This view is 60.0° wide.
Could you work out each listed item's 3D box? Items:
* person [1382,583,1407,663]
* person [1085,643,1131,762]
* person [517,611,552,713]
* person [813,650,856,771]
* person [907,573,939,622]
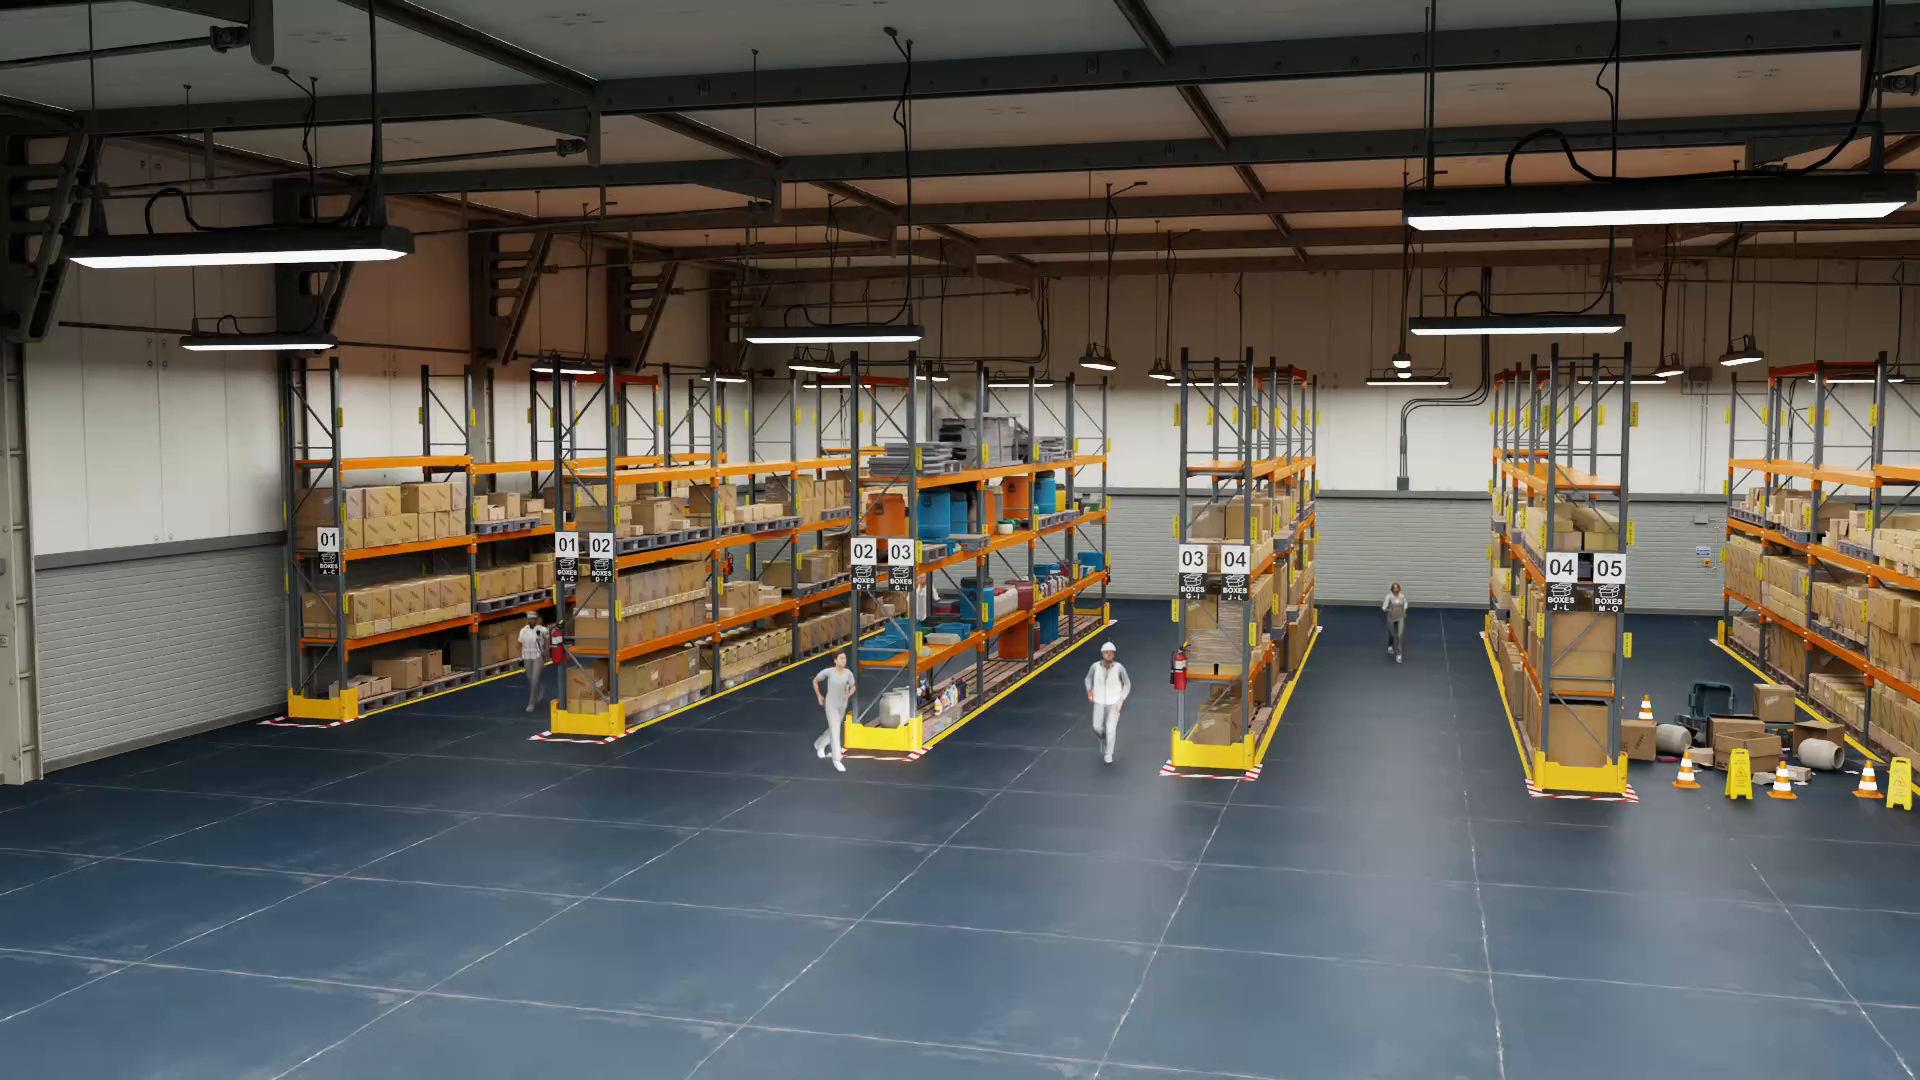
[{"bbox_3d":[8.987,1.683,34.346,0.538,1.591,0.877,0,4,5],"label":"person"},{"bbox_3d":[2.132,2.366,24.243,0.687,1.740,0.515,1,4,16],"label":"person"},{"bbox_3d":[-7.332,2.053,28.610,0.587,1.697,0.930,1,4,7],"label":"person"},{"bbox_3d":[-1.793,2.425,24.006,0.594,1.686,0.933,-3,5,-34],"label":"person"},{"bbox_3d":[-0.802,1.562,35.056,0.704,1.726,0.660,1,4,8],"label":"person"}]
